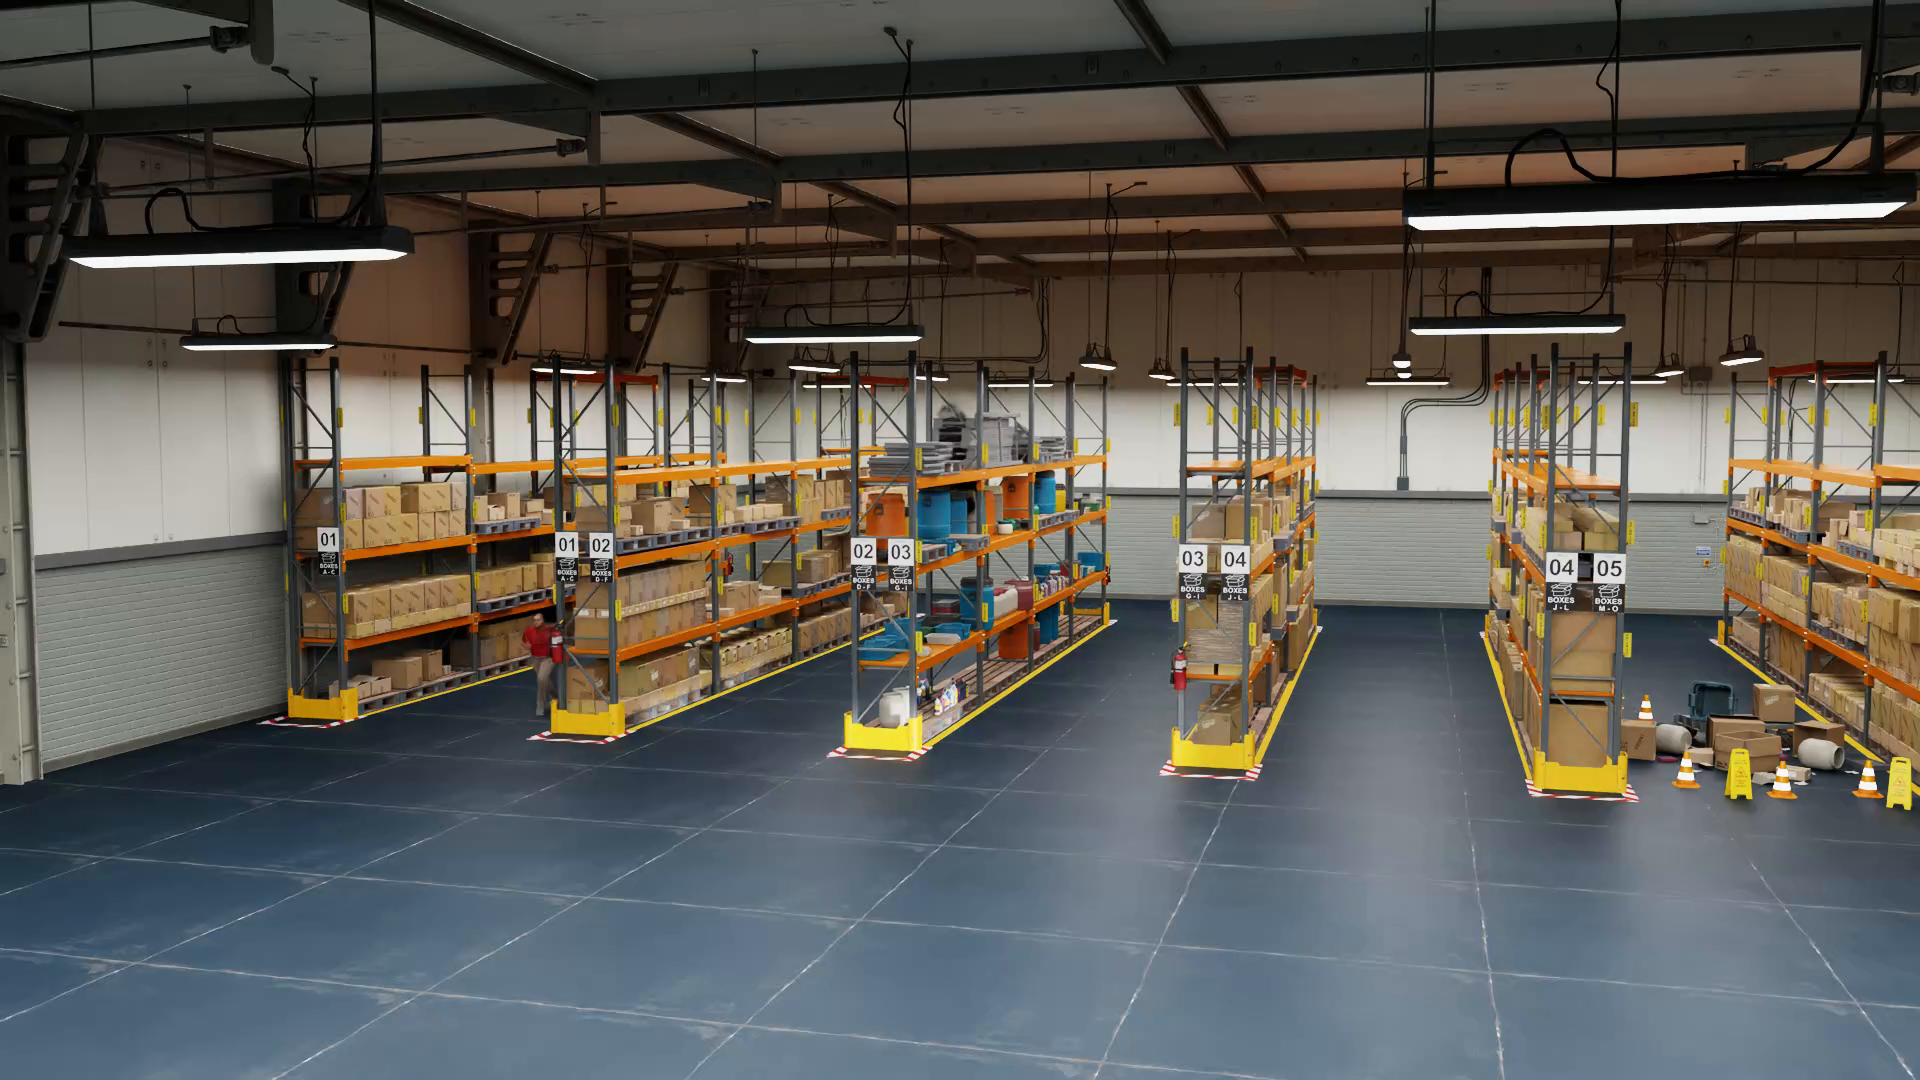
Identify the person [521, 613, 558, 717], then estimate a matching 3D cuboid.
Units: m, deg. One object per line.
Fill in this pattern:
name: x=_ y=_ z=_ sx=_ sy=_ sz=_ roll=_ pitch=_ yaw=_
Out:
person: x=-7.077 y=2.095 z=28.336 sx=0.657 sy=1.751 sz=0.989 roll=1 pitch=4 yaw=13
